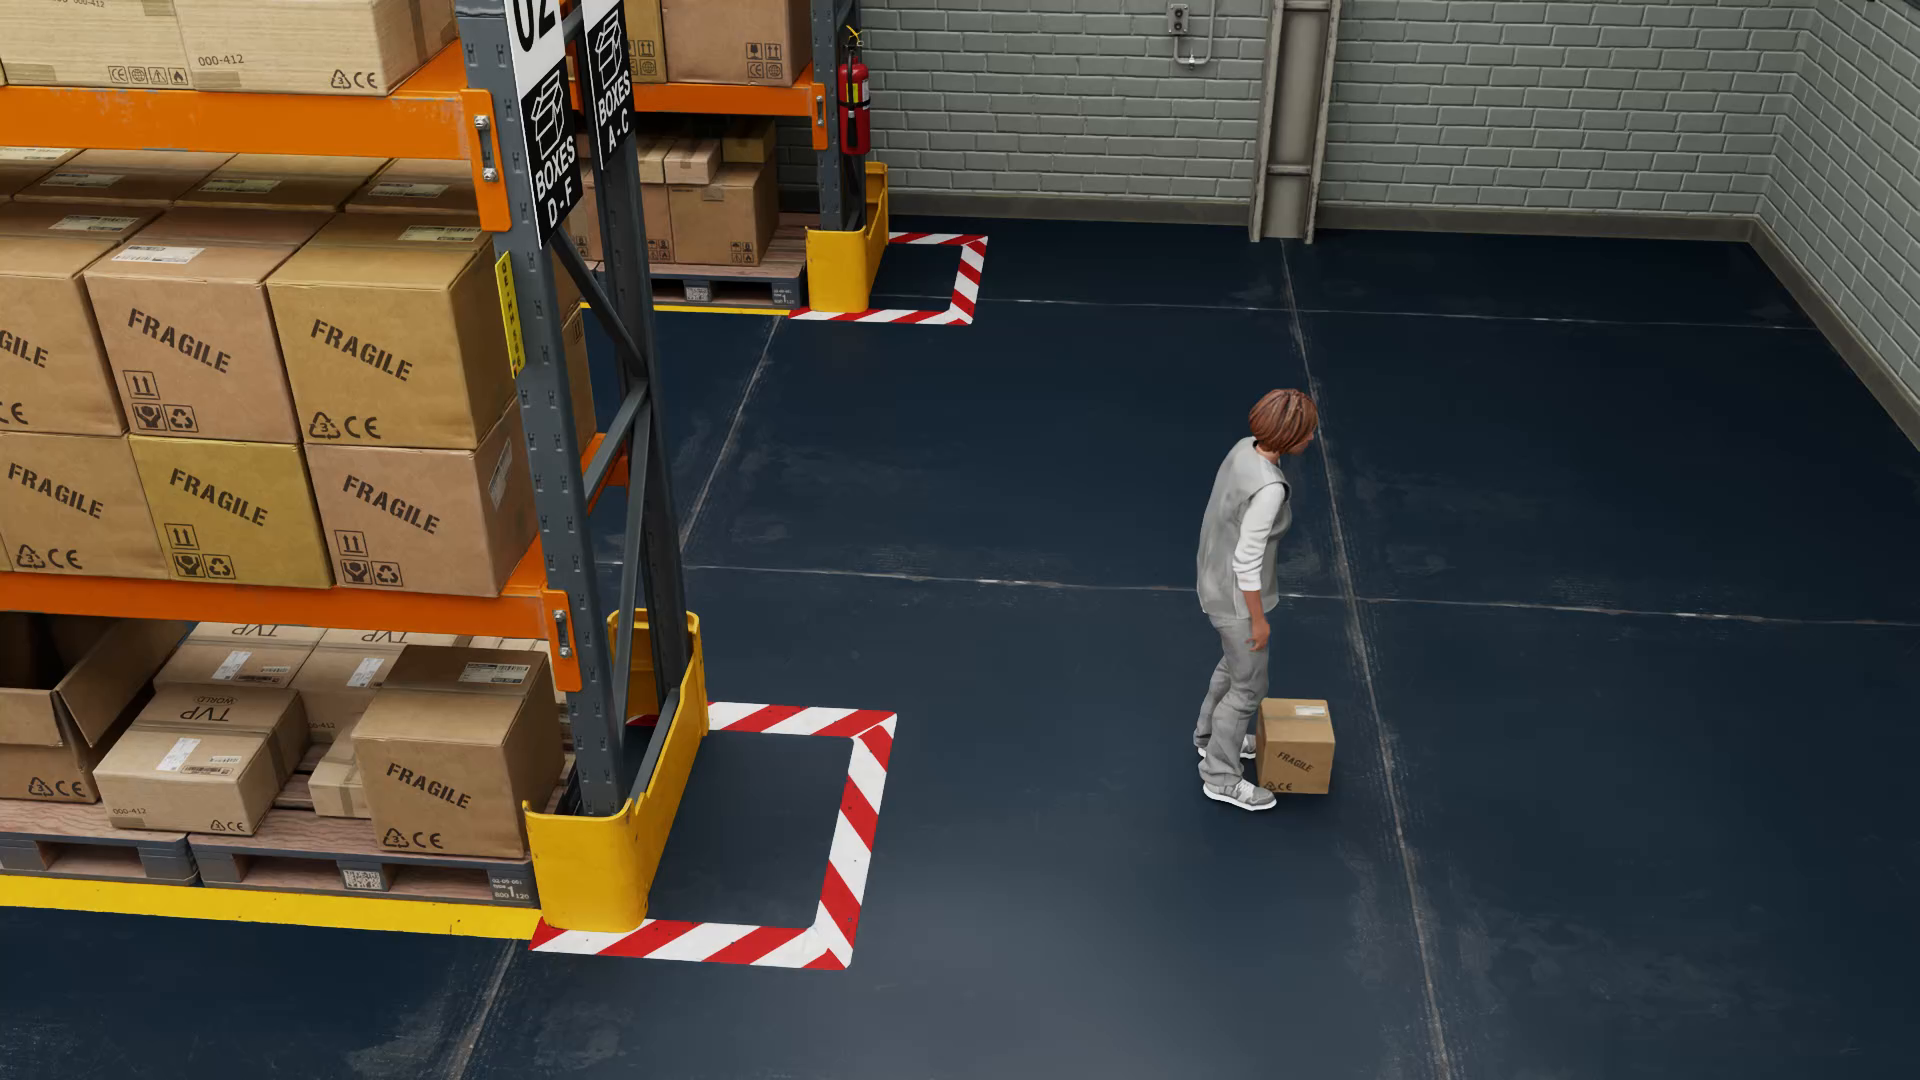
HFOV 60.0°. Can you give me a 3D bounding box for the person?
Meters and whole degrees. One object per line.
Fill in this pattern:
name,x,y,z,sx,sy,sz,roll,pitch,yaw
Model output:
person,1.005,0.196,5.840,0.348,1.590,0.469,1,32,2
